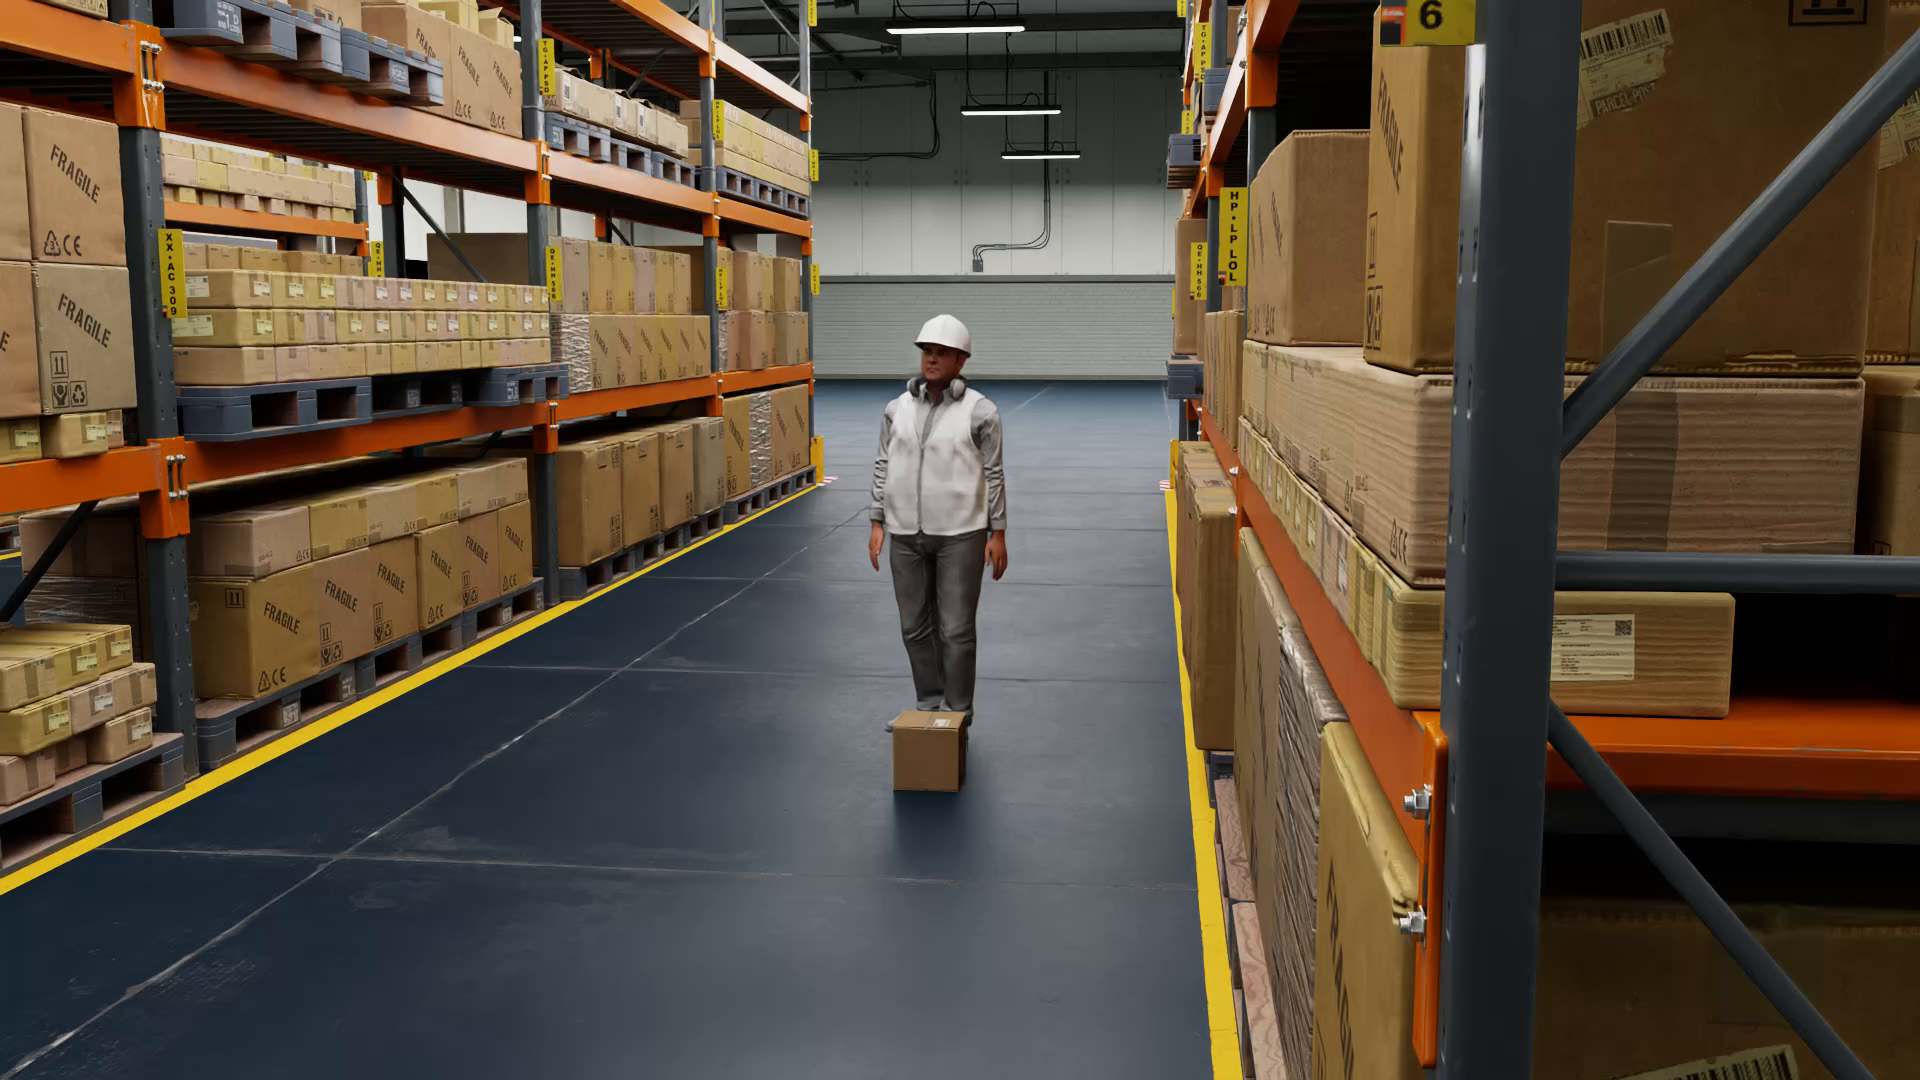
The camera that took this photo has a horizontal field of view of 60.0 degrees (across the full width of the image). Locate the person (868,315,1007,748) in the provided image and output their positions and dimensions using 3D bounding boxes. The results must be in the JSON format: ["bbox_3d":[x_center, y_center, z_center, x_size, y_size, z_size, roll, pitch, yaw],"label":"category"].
[{"bbox_3d":[-0.100,-0.034,6.856,0.581,1.766,0.402,3,8,21],"label":"person"}]
